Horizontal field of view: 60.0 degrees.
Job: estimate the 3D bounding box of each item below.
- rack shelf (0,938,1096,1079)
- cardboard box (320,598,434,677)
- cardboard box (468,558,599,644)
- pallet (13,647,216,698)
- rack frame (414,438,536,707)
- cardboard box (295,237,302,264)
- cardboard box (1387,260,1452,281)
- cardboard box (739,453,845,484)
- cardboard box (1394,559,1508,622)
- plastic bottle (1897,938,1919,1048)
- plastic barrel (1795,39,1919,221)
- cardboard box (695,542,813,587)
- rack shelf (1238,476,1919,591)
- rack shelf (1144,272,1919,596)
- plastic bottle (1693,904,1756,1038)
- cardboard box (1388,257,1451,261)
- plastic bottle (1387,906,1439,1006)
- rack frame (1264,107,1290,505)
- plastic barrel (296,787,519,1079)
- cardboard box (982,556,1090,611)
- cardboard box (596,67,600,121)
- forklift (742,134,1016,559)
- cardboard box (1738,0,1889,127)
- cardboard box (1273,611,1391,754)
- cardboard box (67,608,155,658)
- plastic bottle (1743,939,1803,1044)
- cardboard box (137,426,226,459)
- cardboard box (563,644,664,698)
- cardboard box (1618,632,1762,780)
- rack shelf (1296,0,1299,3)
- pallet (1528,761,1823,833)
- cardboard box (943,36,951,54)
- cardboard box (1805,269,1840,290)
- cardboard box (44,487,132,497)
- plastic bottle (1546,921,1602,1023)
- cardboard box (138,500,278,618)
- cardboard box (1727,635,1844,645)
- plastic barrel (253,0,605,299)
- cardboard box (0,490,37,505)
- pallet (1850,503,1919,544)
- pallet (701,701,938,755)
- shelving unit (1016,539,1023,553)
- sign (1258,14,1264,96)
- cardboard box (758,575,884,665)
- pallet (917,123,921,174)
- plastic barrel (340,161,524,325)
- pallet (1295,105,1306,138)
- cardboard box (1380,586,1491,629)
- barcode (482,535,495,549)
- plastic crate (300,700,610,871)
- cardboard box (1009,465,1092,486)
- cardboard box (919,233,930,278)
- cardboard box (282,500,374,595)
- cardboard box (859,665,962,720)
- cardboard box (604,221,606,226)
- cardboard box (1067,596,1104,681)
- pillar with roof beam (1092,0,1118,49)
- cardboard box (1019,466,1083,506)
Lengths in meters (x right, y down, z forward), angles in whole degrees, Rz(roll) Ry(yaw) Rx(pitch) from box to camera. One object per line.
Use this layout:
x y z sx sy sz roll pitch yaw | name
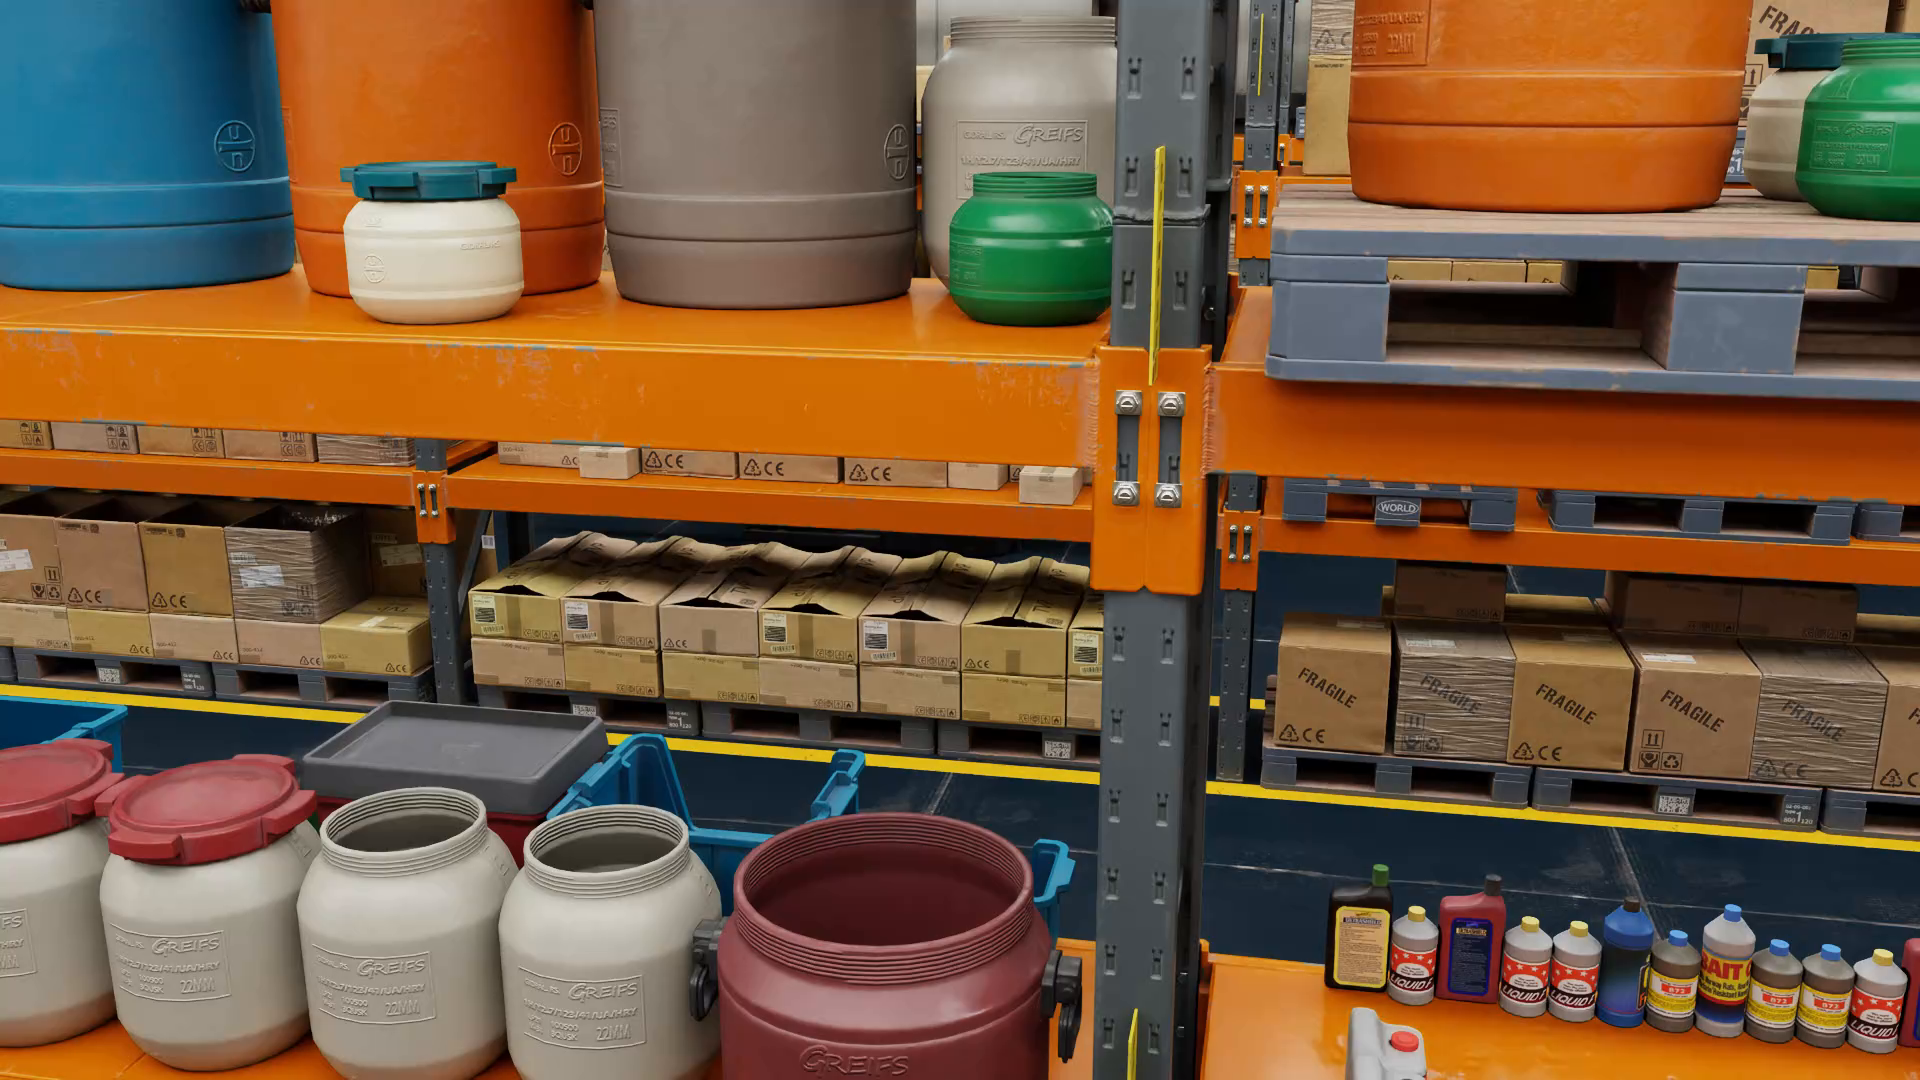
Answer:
-1.580 1.106 3.727 4.000 0.370 1.077 3 16 11 | rack shelf
-3.047 0.513 8.886 0.500 0.250 0.500 3 16 11 | cardboard box
-2.194 0.297 8.613 0.500 0.311 0.500 3 16 11 | cardboard box
-4.519 0.584 9.488 1.213 0.211 1.003 3 16 11 | pallet
-2.549 -0.642 8.692 0.127 3.000 1.000 3 16 11 | rack frame
-2.985 -1.338 8.585 0.500 0.500 0.700 3 16 11 | cardboard box
3.291 -1.804 12.102 0.500 0.500 0.500 4 16 13 | cardboard box
-0.793 -0.591 8.318 0.500 0.500 0.500 3 16 11 | cardboard box
2.390 0.192 8.134 0.500 0.250 0.500 4 16 13 | cardboard box
1.981 0.893 3.368 0.133 0.283 0.061 3 16 11 | plastic bottle
1.372 -0.591 2.390 0.294 0.245 0.294 0 15 0 | plastic barrel
-1.095 0.210 8.929 0.500 0.311 0.500 3 16 11 | cardboard box
3.331 0.024 7.636 4.000 0.370 1.077 3 16 11 | rack shelf
2.340 -0.126 2.558 4.000 0.370 1.077 3 16 11 | rack shelf
1.578 0.882 3.430 0.097 0.271 0.097 0 15 0 | plastic bottle
3.275 -2.168 12.014 0.500 0.250 0.500 3 16 10 | cardboard box
0.971 0.883 3.559 0.097 0.201 0.097 0 15 0 | plastic bottle
2.354 -1.726 12.603 0.127 3.000 1.000 3 16 11 | rack frame
-1.084 0.791 3.308 0.421 0.512 0.421 0 15 0 | plastic barrel
0.400 0.293 8.631 0.500 0.311 0.500 3 16 10 | cardboard box
-1.947 -2.183 8.128 0.500 0.250 0.500 5 16 17 | cardboard box
-1.064 -1.454 11.752 3.031 2.935 1.130 3 16 12 | forklift
3.504 -2.077 7.092 0.600 0.600 0.600 2 16 9 | cardboard box
1.760 0.662 7.841 0.500 0.500 0.500 4 16 13 | cardboard box
-4.518 0.435 9.168 0.500 0.250 0.500 3 16 11 | cardboard box
1.674 0.921 3.421 0.097 0.201 0.097 0 15 0 | plastic bottle
-3.994 -0.767 8.953 0.500 0.500 0.700 3 16 12 | cardboard box
-1.703 0.594 8.592 0.500 0.250 0.500 4 16 12 | cardboard box
3.277 0.743 7.550 0.500 0.500 0.500 3 16 9 | cardboard box
4.314 -3.971 11.567 4.000 0.370 1.077 3 16 11 | rack shelf
3.287 1.029 7.880 1.213 0.211 1.003 3 16 11 | pallet
0.163 -3.519 12.483 0.500 0.500 0.500 3 16 9 | cardboard box
5.771 -1.673 11.629 0.500 0.500 0.500 3 16 10 | cardboard box
-4.901 -0.094 9.671 0.500 0.500 0.500 3 16 11 | cardboard box
1.292 0.900 3.496 0.097 0.201 0.097 0 15 0 | plastic bottle
-4.025 0.096 8.985 0.500 0.500 0.500 3 16 11 | cardboard box
3.852 0.632 7.948 0.500 0.500 0.500 3 16 12 | cardboard box
-1.023 -0.922 3.277 0.708 0.830 0.600 3 16 11 | plastic barrel
-5.497 0.019 9.264 0.500 0.500 0.500 3 16 11 | cardboard box
4.529 -0.195 7.438 1.213 0.211 1.003 3 16 11 | pallet
-0.620 0.795 8.727 1.213 0.211 1.003 3 16 11 | pallet
0.958 -0.667 11.592 1.048 1.500 0.538 3 16 12 | shelving unit
1.252 -2.018 6.921 0.005 0.325 0.100 3 16 11 | sign
-0.687 0.379 8.319 0.500 0.311 0.500 4 16 13 | cardboard box
-0.409 -1.856 7.806 1.213 0.211 1.003 4 16 14 | pallet
-0.913 -0.519 2.888 0.301 0.262 0.301 0 15 0 | plastic barrel
2.996 -3.060 12.154 1.003 0.211 1.213 4 16 14 | pallet
2.334 0.551 8.241 0.500 0.500 0.500 4 16 13 | cardboard box
-2.382 0.010 8.396 0.075 0.075 0.001 3 16 11 | barcode
-1.143 0.669 3.837 0.583 0.464 0.402 3 16 11 | plastic crate
0.533 -0.485 8.290 0.500 0.311 0.500 3 16 10 | cardboard box
-0.527 -2.131 13.055 0.500 0.500 0.700 5 16 17 | cardboard box
-3.433 -0.012 9.376 0.500 0.500 0.500 3 16 11 | cardboard box
-0.192 0.675 8.300 0.500 0.250 0.500 3 16 12 | cardboard box
-2.978 -2.373 13.779 0.500 0.500 0.500 4 16 13 | cardboard box
0.808 0.459 8.028 0.500 0.311 0.500 4 16 13 | cardboard box
0.395 -3.786 8.803 0.400 9.000 9.100 3 16 11 | pillar with roof beam
0.434 -0.284 7.869 0.250 0.149 0.380 3 16 11 | cardboard box
